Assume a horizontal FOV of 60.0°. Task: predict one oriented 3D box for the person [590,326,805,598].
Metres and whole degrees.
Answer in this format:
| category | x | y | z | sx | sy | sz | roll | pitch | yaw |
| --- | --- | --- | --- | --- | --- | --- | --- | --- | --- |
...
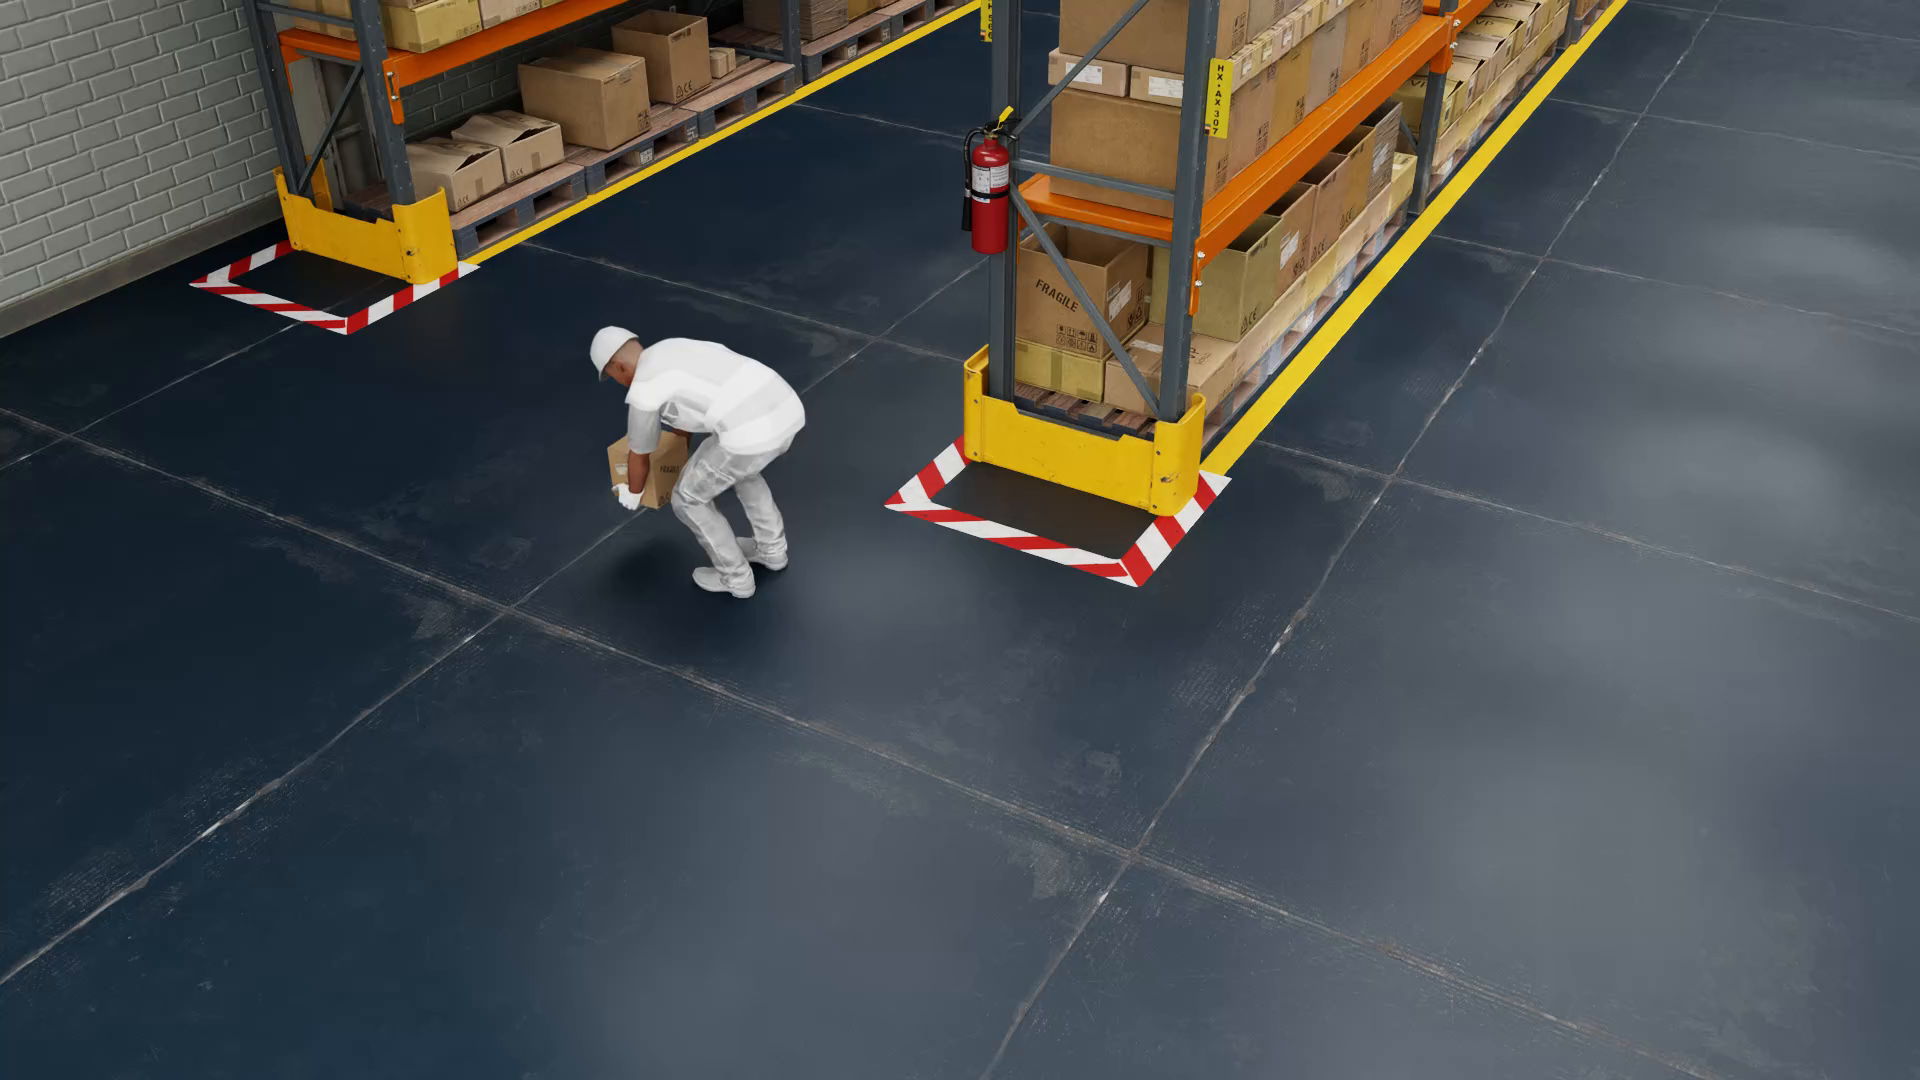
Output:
| category | x | y | z | sx | sy | sz | roll | pitch | yaw |
| --- | --- | --- | --- | --- | --- | --- | --- | --- | --- |
| person | -1.142 | -0.353 | 7.260 | 0.976 | 1.103 | 0.534 | 16 | 37 | 22 |
